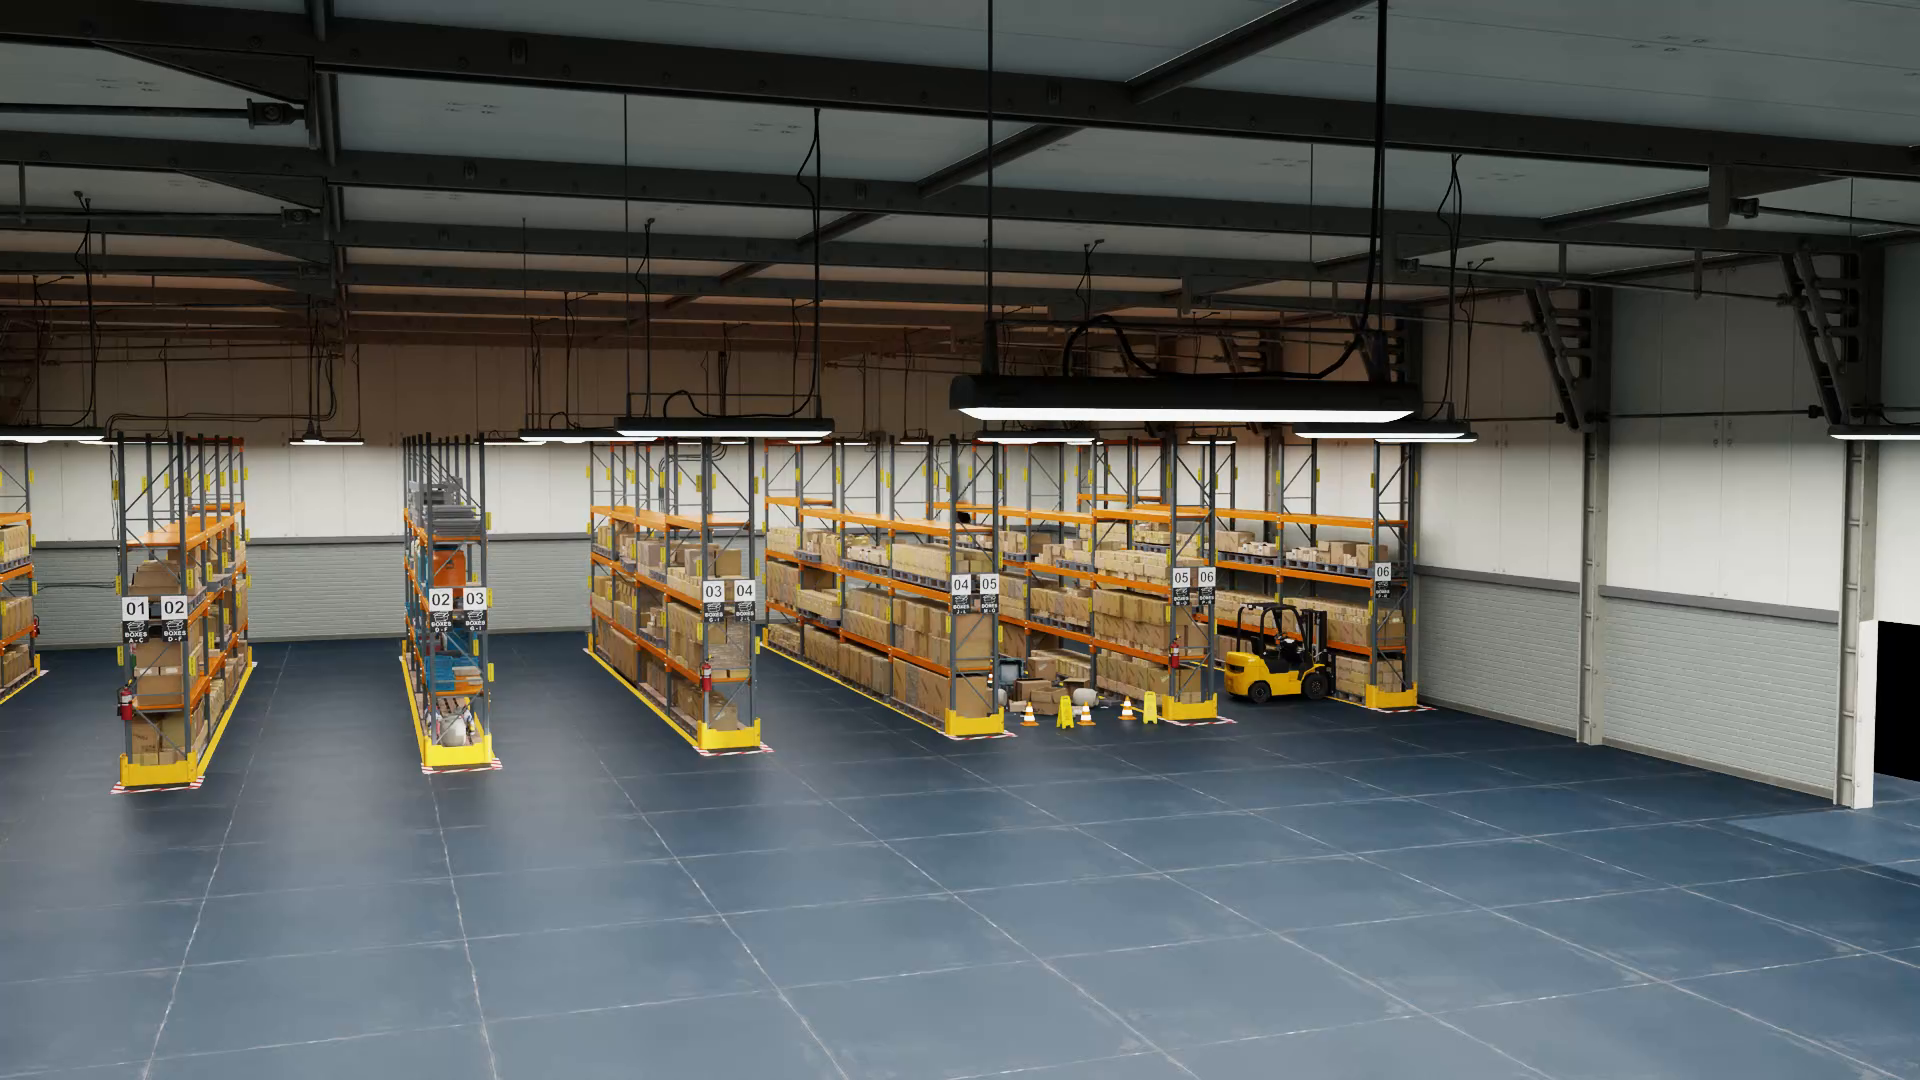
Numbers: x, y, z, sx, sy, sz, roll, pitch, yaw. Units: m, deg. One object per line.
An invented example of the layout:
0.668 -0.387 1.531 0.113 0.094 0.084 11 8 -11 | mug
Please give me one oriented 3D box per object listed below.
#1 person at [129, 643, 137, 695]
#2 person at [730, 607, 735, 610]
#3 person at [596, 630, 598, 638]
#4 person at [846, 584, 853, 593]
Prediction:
-19.158 2.703 38.798 0.583 1.840 0.883 -2 4 -30 | person
-6.100 2.391 44.787 0.708 1.765 0.824 -2 4 -26 | person
-10.359 2.205 48.464 0.746 1.797 0.661 1 3 15 | person
-3.220 2.161 48.093 0.673 1.783 0.884 -2 4 -26 | person
